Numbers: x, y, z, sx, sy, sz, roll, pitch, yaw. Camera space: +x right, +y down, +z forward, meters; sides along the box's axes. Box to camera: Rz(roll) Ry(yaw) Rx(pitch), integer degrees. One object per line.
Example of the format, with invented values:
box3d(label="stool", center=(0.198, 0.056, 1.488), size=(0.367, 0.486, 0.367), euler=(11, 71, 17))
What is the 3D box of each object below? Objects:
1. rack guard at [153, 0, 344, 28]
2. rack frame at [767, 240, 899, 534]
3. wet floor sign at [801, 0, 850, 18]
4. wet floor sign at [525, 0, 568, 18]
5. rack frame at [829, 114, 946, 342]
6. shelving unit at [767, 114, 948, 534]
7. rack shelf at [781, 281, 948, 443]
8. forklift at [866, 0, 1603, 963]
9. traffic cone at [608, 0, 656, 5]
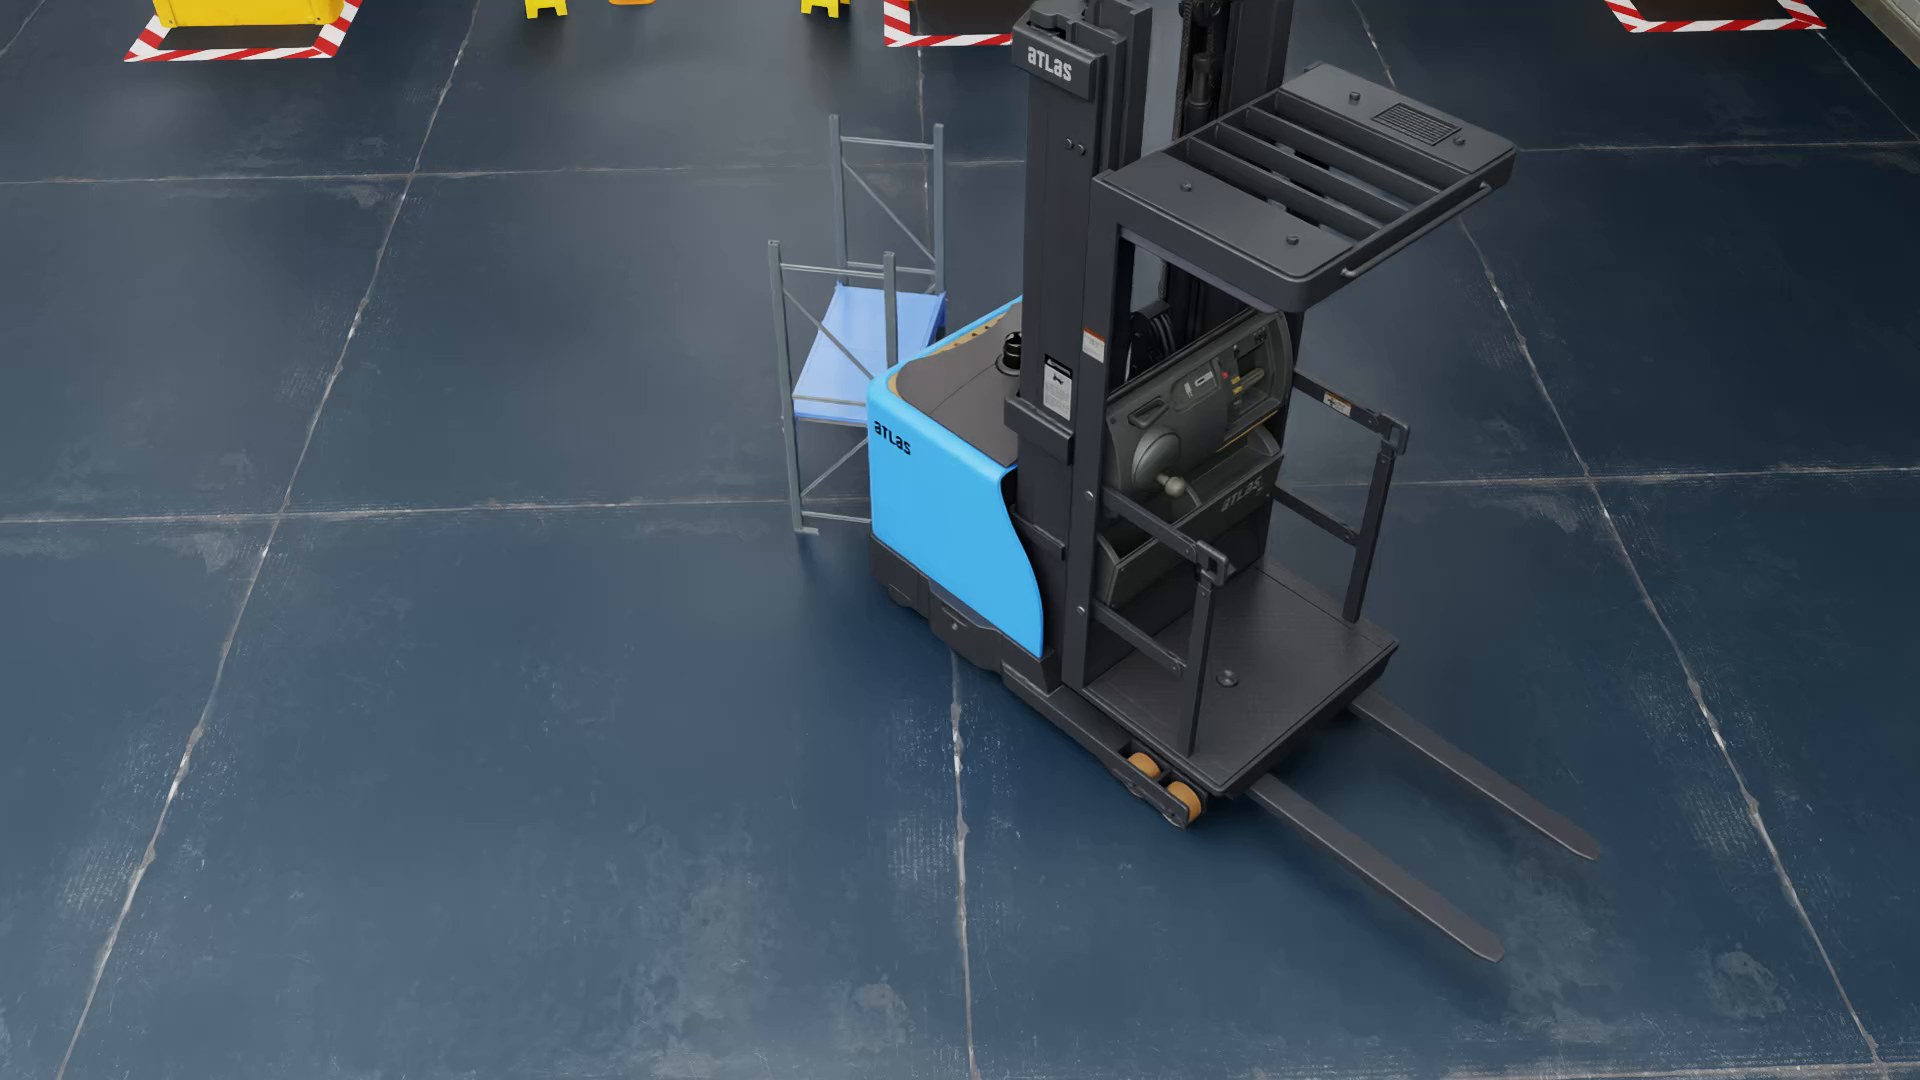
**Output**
box3d(label="rack guard", center=(-4.797, -3.751, 11.122), size=(1.175, 0.500, 0.348), euler=(-2, 43, -2))
box3d(label="rack frame", center=(-0.497, -0.571, 6.913), size=(0.500, 1.500, 0.032), euler=(7, 43, 8))
box3d(label="wet floor sign", center=(-0.918, -3.872, 11.147), size=(0.267, 0.644, 0.232), euler=(12, 44, 13))
box3d(label="wet floor sign", center=(-2.819, -3.858, 11.131), size=(0.267, 0.644, 0.232), euler=(-8, 43, -9))
box3d(label="rack frame", center=(-0.316, -1.247, 7.651), size=(0.500, 1.500, 0.032), euler=(7, 43, 8))
box3d(label="shelving unit", center=(-0.406, -0.909, 7.282), size=(0.538, 1.500, 1.048), euler=(7, 43, 8))
box3d(label="rack shelf", center=(-0.406, -0.777, 7.403), size=(0.538, 0.185, 1.000), euler=(7, 43, 8))
box3d(label="forklift", center=(0.990, -0.406, 5.674), size=(1.130, 2.935, 3.031), euler=(-33, 52, -30))
box3d(label="traffic cone", center=(-2.258, -3.956, 11.373), size=(0.336, 0.463, 0.334), euler=(-2, 43, -2))
